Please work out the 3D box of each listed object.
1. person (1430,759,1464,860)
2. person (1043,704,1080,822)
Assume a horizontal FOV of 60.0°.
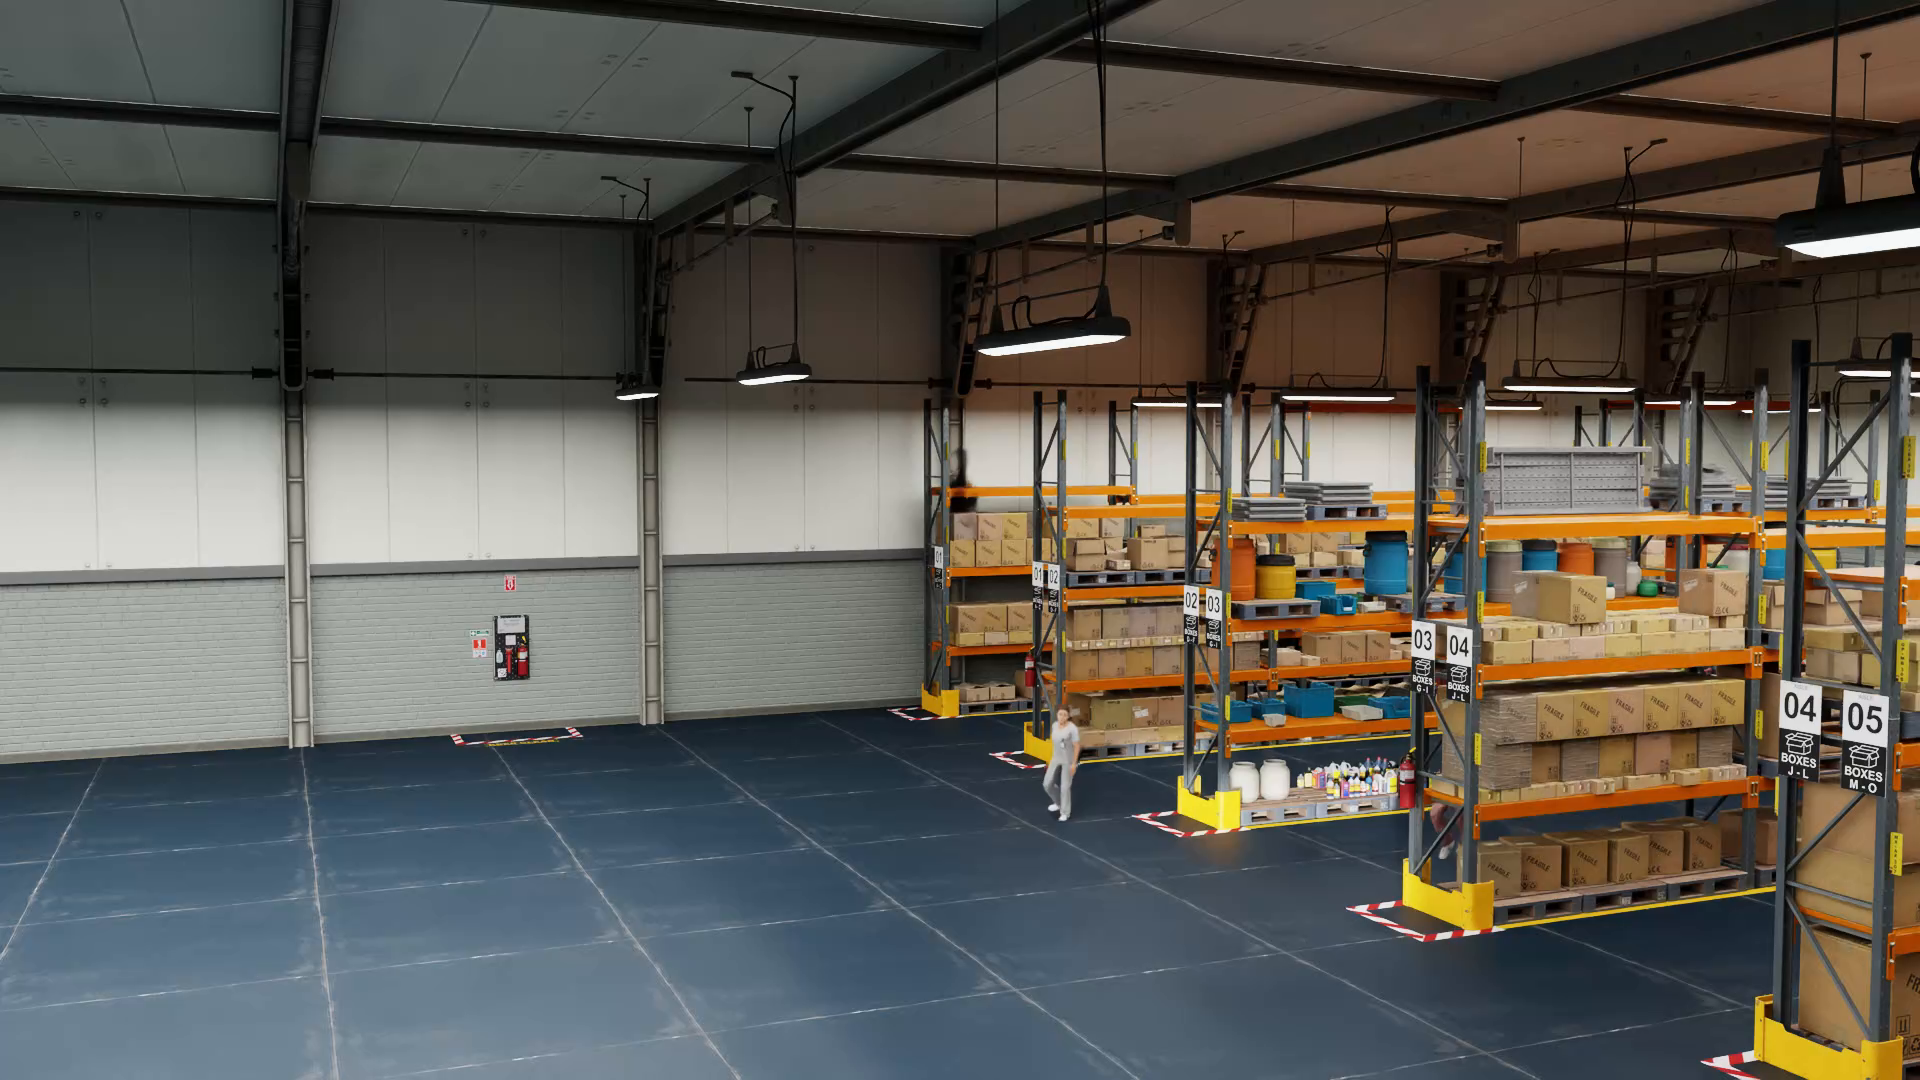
[{"bbox_3d":[6.139,3.122,20.517,0.674,1.683,0.532,-2,4,-30],"label":"person"},{"bbox_3d":[1.408,3.027,22.676,0.611,1.651,0.522,2,4,34],"label":"person"}]
